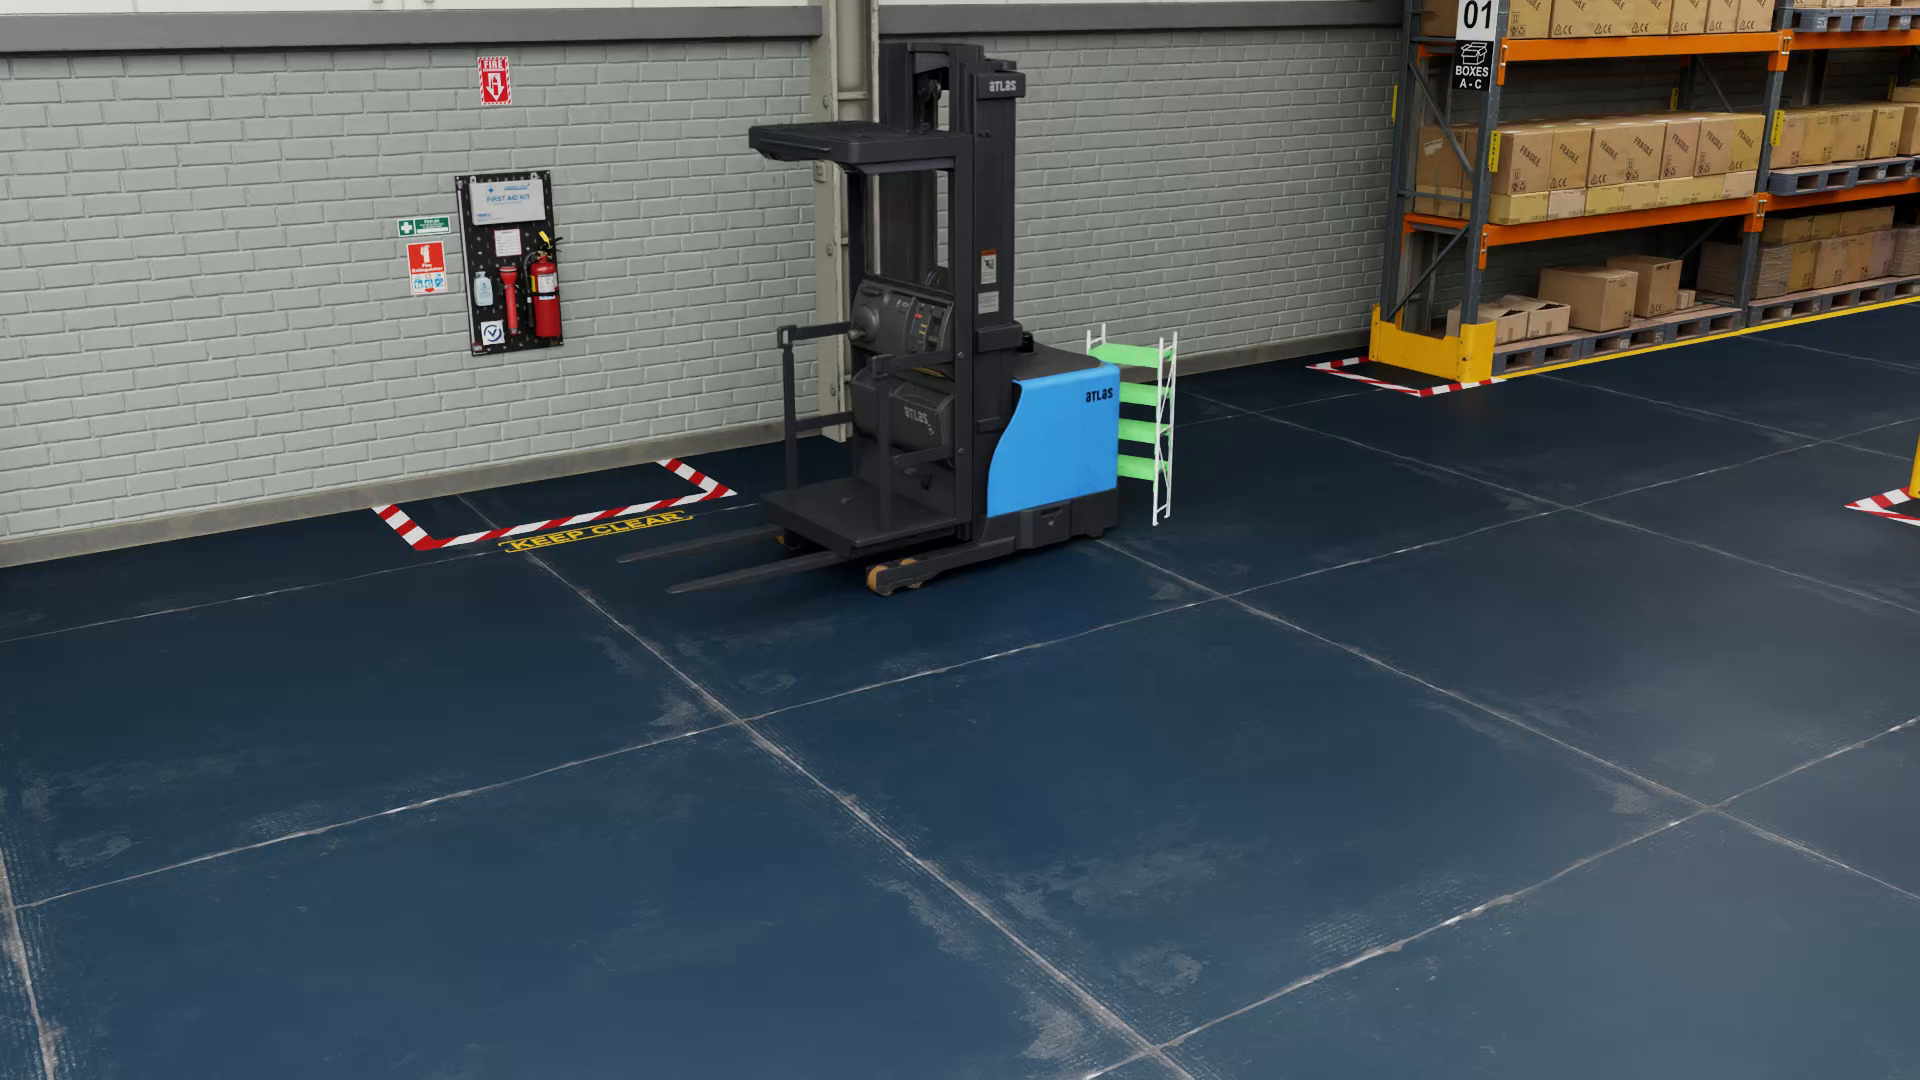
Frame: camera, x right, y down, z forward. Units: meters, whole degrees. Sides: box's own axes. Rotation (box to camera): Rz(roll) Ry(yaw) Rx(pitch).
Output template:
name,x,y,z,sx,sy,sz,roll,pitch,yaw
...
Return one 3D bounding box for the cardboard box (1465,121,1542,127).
name,x,y,z,sx,sy,sz,roll,pitch,yaw
cardboard box,4.788,-3.447,14.789,0.500,0.500,0.500,-12,22,-31

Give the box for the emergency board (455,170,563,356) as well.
name,x,y,z,sx,sy,sz,roll,pitch,yaw
emergency board,-2.902,-1.800,10.886,0.643,1.169,0.194,-12,22,-31

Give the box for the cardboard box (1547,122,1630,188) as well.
name,x,y,z,sx,sy,sz,roll,pitch,yaw
cardboard box,5.503,-3.399,14.646,0.500,0.500,0.500,-13,22,-33

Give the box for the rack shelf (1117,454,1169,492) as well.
name,x,y,z,sx,sy,sz,roll,pitch,yaw
rack shelf,1.072,-0.443,10.628,0.480,0.148,0.258,10,21,28

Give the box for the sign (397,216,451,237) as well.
name,x,y,z,sx,sy,sz,roll,pitch,yaw
sign,-3.412,-1.997,10.584,0.331,0.109,0.001,-12,22,-31

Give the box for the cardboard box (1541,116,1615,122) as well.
name,x,y,z,sx,sy,sz,roll,pitch,yaw
cardboard box,5.638,-3.628,15.324,0.500,0.500,0.500,-12,22,-31

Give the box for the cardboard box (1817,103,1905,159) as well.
name,x,y,z,sx,sy,sz,roll,pitch,yaw
cardboard box,9.351,-4.281,17.382,0.500,0.500,0.700,-12,22,-31

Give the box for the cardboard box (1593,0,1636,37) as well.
name,x,y,z,sx,sy,sz,roll,pitch,yaw
cardboard box,5.402,-4.575,14.222,0.500,0.500,0.500,-11,21,-29

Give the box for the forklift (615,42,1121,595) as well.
name,x,y,z,sx,sy,sz,roll,pitch,yaw
forklift,-0.502,-1.270,9.426,3.031,2.935,1.130,-13,23,-34

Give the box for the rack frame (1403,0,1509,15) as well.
name,x,y,z,sx,sy,sz,roll,pitch,yaw
rack frame,4.085,-5.769,13.260,0.127,3.000,1.000,-12,22,-31

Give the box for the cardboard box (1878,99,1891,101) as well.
name,x,y,z,sx,sy,sz,roll,pitch,yaw
cardboard box,10.380,-4.507,18.049,0.500,0.500,0.700,-15,24,-38

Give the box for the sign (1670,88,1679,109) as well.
name,x,y,z,sx,sy,sz,roll,pitch,yaw
sign,7.118,-4.328,16.556,0.005,0.325,0.100,-12,22,-31

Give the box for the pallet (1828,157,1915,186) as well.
name,x,y,z,sx,sy,sz,roll,pitch,yaw
pallet,9.136,-3.886,17.355,1.213,0.211,1.003,-12,22,-31

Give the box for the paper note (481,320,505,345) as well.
name,x,y,z,sx,sy,sz,roll,pitch,yaw
paper note,-3.088,-1.370,10.989,0.142,0.148,0.016,-12,22,-31

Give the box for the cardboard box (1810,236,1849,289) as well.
name,x,y,z,sx,sy,sz,roll,pitch,yaw
cardboard box,8.884,-2.974,17.574,0.500,0.500,0.700,-12,22,-31

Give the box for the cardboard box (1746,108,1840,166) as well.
name,x,y,z,sx,sy,sz,roll,pitch,yaw
cardboard box,8.341,-4.065,16.742,0.500,0.500,0.700,-9,21,-26

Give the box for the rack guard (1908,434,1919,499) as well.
name,x,y,z,sx,sy,sz,roll,pitch,yaw
rack guard,6.793,-0.415,10.691,0.348,0.500,1.175,-12,22,-31

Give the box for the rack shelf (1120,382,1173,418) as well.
name,x,y,z,sx,sy,sz,roll,pitch,yaw
rack shelf,1.071,-0.897,10.473,0.480,0.148,0.258,10,21,28

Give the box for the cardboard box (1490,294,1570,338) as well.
name,x,y,z,sx,sy,sz,roll,pitch,yaw
cardboard box,5.189,-2.060,15.167,0.500,0.311,0.500,-10,21,-27

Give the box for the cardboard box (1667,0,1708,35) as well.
name,x,y,z,sx,sy,sz,roll,pitch,yaw
cardboard box,6.269,-4.761,14.774,0.500,0.500,0.500,-13,23,-33

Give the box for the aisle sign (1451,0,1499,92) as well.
name,x,y,z,sx,sy,sz,roll,pitch,yaw
aisle sign,4.190,-4.066,13.529,0.004,0.787,0.394,-12,22,-31

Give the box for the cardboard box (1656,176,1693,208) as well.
name,x,y,z,sx,sy,sz,roll,pitch,yaw
cardboard box,6.365,-3.228,15.311,0.500,0.250,0.500,-12,22,-32

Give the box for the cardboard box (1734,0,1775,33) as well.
name,x,y,z,sx,sy,sz,roll,pitch,yaw
cardboard box,7.138,-4.954,15.345,0.500,0.500,0.500,-11,22,-30

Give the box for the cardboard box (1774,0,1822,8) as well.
name,x,y,z,sx,sy,sz,roll,pitch,yaw
cardboard box,7.927,-5.374,15.962,0.500,0.500,0.500,-9,20,-24

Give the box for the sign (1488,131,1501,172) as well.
name,x,y,z,sx,sy,sz,roll,pitch,yaw
sign,4.384,-3.192,13.653,0.005,0.325,0.100,-12,22,-31

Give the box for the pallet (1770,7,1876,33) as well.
name,x,y,z,sx,sy,sz,roll,pitch,yaw
pallet,8.000,-5.044,16.091,1.003,0.211,1.213,-12,22,-31

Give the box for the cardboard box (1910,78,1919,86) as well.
name,x,y,z,sx,sy,sz,roll,pitch,yaw
cardboard box,11.003,-5.039,18.643,0.500,0.250,0.500,-11,22,-30

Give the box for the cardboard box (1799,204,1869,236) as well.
name,x,y,z,sx,sy,sz,roll,pitch,yaw
cardboard box,9.257,-3.400,17.663,0.500,0.250,0.500,-12,22,-32

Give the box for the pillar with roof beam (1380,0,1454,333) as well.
name,x,y,z,sx,sy,sz,roll,pitch,yaw
pillar with roof beam,6.562,-4.973,10.903,0.400,9.000,9.100,-12,22,-31

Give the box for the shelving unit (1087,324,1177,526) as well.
name,x,y,z,sx,sy,sz,roll,pitch,yaw
shelving unit,1.071,-0.730,10.530,0.503,1.200,0.258,10,21,28

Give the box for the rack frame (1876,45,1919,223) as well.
name,x,y,z,sx,sy,sz,roll,pitch,yaw
rack frame,10.767,-4.337,18.388,0.127,3.000,1.000,-12,22,-31

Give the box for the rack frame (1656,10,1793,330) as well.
name,x,y,z,sx,sy,sz,roll,pitch,yaw
rack frame,7.426,-3.632,16.304,0.127,3.000,1.000,-12,22,-31

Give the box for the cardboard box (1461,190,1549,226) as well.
name,x,y,z,sx,sy,sz,roll,pitch,yaw
cardboard box,4.668,-2.867,14.244,0.500,0.250,0.500,-13,22,-33

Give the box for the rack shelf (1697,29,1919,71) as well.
name,x,y,z,sx,sy,sz,roll,pitch,yaw
rack shelf,9.096,-5.064,16.981,4.000,0.370,1.077,-12,22,-31

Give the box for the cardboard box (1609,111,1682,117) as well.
name,x,y,z,sx,sy,sz,roll,pitch,yaw
cardboard box,6.485,-3.809,15.859,0.500,0.500,0.500,-12,22,-32

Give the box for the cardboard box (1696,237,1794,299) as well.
name,x,y,z,sx,sy,sz,roll,pitch,yaw
cardboard box,8.032,-2.790,17.031,0.500,0.500,0.700,-11,22,-30

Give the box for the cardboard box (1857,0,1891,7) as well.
name,x,y,z,sx,sy,sz,roll,pitch,yaw
cardboard box,8.957,-5.591,16.605,0.500,0.500,0.500,-13,23,-33

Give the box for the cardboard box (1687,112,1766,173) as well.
name,x,y,z,sx,sy,sz,roll,pitch,yaw
cardboard box,7.201,-3.760,15.714,0.500,0.500,0.500,-12,22,-32

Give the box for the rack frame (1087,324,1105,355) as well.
name,x,y,z,sx,sy,sz,roll,pitch,yaw
rack frame,0.858,-0.769,10.643,0.015,1.200,0.240,10,21,28

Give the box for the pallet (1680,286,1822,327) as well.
name,x,y,z,sx,sy,sz,roll,pitch,yaw
pallet,8.075,-2.449,17.158,1.213,0.211,1.003,-12,22,-31

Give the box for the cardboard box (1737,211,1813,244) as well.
name,x,y,z,sx,sy,sz,roll,pitch,yaw
cardboard box,8.398,-3.224,17.143,0.500,0.250,0.500,-12,22,-33

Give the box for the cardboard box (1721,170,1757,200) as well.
name,x,y,z,sx,sy,sz,roll,pitch,yaw
cardboard box,7.197,-3.406,15.839,0.500,0.250,0.500,-12,22,-31

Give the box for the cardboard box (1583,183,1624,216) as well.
name,x,y,z,sx,sy,sz,roll,pitch,yaw
cardboard box,5.522,-3.050,14.787,0.500,0.250,0.500,-12,22,-32

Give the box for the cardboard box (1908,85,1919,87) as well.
name,x,y,z,sx,sy,sz,roll,pitch,yaw
cardboard box,10.495,-4.831,17.995,0.250,0.149,0.380,-16,24,-38

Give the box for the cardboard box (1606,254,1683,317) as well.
name,x,y,z,sx,sy,sz,roll,pitch,yaw
cardboard box,6.581,-2.463,16.062,0.500,0.500,0.500,-14,23,-35

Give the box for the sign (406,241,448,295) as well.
name,x,y,z,sx,sy,sz,roll,pitch,yaw
sign,-3.420,-1.747,10.674,0.234,0.329,0.001,-12,22,-31

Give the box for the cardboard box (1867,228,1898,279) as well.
name,x,y,z,sx,sy,sz,roll,pitch,yaw
cardboard box,9.700,-3.160,18.126,0.500,0.500,0.700,-12,22,-31

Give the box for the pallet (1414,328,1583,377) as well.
name,x,y,z,sx,sy,sz,roll,pitch,yaw
pallet,4.847,-1.753,15.102,1.213,0.211,1.003,-12,22,-31

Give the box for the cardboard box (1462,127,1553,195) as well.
name,x,y,z,sx,sy,sz,roll,pitch,yaw
cardboard box,4.649,-3.225,14.132,0.500,0.500,0.500,-12,22,-31

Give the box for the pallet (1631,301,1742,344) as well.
name,x,y,z,sx,sy,sz,roll,pitch,yaw
pallet,6.885,-2.183,16.373,1.213,0.211,1.003,-12,22,-31

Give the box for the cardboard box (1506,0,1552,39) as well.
name,x,y,z,sx,sy,sz,roll,pitch,yaw
cardboard box,4.502,-4.397,13.697,0.500,0.500,0.500,-11,22,-30

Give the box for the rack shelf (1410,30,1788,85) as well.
name,x,y,z,sx,sy,sz,roll,pitch,yaw
rack shelf,5.756,-4.360,14.897,4.000,0.370,1.077,-12,22,-31

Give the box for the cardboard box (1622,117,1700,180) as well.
name,x,y,z,sx,sy,sz,roll,pitch,yaw
cardboard box,6.361,-3.584,15.196,0.500,0.500,0.500,-13,22,-33
